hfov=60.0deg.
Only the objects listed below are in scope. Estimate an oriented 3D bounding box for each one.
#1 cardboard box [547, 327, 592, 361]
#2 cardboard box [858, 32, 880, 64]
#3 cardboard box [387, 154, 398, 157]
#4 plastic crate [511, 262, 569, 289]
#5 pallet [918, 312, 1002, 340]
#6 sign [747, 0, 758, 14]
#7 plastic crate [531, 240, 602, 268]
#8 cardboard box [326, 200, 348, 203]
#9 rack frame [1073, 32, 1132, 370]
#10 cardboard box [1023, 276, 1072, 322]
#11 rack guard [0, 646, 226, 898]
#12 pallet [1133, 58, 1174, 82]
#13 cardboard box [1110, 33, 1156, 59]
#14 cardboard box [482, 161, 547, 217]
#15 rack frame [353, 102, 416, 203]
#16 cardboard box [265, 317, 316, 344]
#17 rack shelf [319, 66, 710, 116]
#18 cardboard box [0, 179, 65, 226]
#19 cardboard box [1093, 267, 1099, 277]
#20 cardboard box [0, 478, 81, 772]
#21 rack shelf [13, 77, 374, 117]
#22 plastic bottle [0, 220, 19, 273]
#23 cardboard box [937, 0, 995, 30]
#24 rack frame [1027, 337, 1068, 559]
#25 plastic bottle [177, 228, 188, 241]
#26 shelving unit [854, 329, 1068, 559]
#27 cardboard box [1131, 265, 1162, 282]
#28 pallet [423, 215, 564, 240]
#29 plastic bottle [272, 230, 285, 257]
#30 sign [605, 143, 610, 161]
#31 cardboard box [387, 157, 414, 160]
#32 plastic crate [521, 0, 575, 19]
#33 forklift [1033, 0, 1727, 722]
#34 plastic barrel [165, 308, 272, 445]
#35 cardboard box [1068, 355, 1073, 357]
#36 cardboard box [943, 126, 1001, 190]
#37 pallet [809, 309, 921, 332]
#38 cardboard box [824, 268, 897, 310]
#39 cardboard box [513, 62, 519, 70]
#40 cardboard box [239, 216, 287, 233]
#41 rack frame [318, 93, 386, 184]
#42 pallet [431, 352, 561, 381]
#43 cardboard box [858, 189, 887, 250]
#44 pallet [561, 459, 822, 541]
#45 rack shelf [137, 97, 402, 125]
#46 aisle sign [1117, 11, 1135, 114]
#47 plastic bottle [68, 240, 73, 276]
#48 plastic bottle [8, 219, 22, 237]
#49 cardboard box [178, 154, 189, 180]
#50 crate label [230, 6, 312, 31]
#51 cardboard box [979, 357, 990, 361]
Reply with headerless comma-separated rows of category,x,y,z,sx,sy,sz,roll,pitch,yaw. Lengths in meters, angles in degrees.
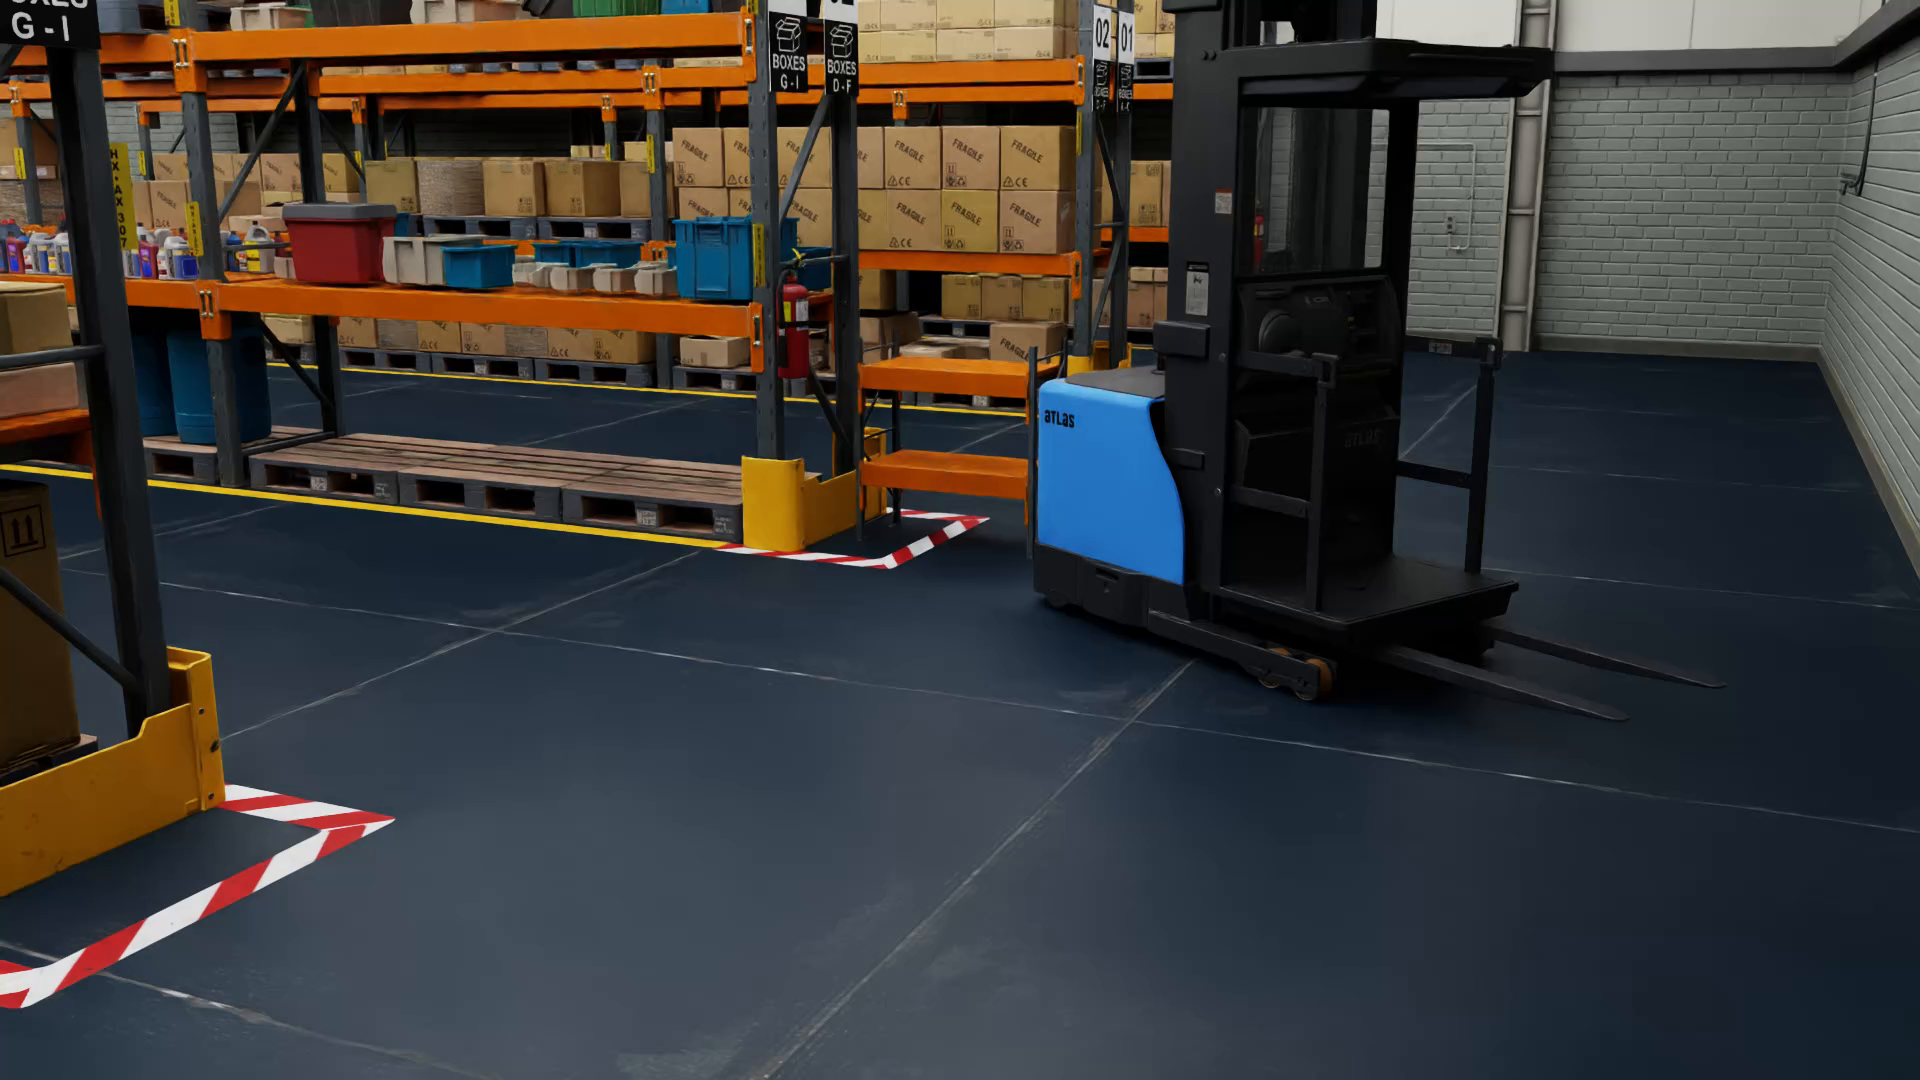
cardboard box,-3.503,-1.961,15.556,0.500,0.500,0.500,6,14,23
cardboard box,-0.772,-4.082,13.848,0.500,0.250,0.500,6,14,23
cardboard box,-8.143,-5.095,23.045,0.500,0.500,0.500,5,14,22
plastic crate,-2.460,-1.539,9.693,0.250,0.136,0.298,6,14,23
pallet,0.180,-2.522,19.539,1.213,0.211,1.003,6,14,23
sign,-1.047,-2.819,8.367,0.005,0.325,0.100,6,14,23
plastic crate,-2.410,-1.715,10.234,0.300,0.233,0.416,6,14,23
cardboard box,-6.459,-3.300,16.949,0.500,0.311,0.500,7,15,27
rack frame,1.171,-2.561,13.602,0.127,3.000,1.000,6,14,23
cardboard box,1.085,-2.768,19.036,0.500,0.500,0.700,6,15,25
rack guard,-2.823,0.727,5.062,0.348,0.500,1.175,6,14,23
pallet,2.491,-5.079,17.963,1.213,0.211,1.003,6,14,23
cardboard box,1.920,-5.296,17.884,0.500,0.250,0.500,5,14,21
cardboard box,-4.127,-3.335,15.761,0.500,0.500,0.700,2,13,9
rack frame,-7.798,-4.706,22.745,0.127,3.000,1.000,6,14,23
cardboard box,-6.724,-2.165,17.013,0.500,0.250,0.500,6,15,25
rack shelf,-4.315,-4.226,15.707,4.000,0.370,1.077,6,14,23
cardboard box,-10.209,-3.760,18.492,0.500,0.500,0.700,5,14,22
cardboard box,1.528,-3.090,18.990,0.250,0.149,0.380,6,14,24
cardboard box,-3.463,0.295,5.161,0.875,0.875,0.875,6,14,23
rack shelf,-7.972,-4.596,17.285,4.000,0.370,1.077,6,14,23
plastic bottle,-6.476,-1.991,11.283,0.185,0.351,0.144,6,14,23
cardboard box,0.140,-4.232,13.392,0.500,0.250,0.500,6,14,23
rack frame,0.471,-0.500,8.923,0.032,1.125,0.500,6,14,23
plastic bottle,-5.471,-2.045,11.659,0.133,0.283,0.061,6,14,23
shelving unit,0.006,-0.547,9.124,1.048,1.125,0.538,6,14,23
cardboard box,2.068,-2.940,18.352,0.250,0.149,0.380,6,15,25
pallet,-4.364,-3.029,16.016,1.213,0.211,1.003,6,14,23
plastic bottle,-4.659,-1.963,11.309,0.133,0.283,0.061,6,14,23
sign,-4.352,-4.747,20.557,0.005,0.325,0.100,6,14,23
cardboard box,-7.347,-4.915,22.452,0.500,0.500,0.700,6,14,23
plastic crate,-2.125,-3.155,9.706,0.767,0.338,0.504,6,14,23
forklift,1.625,-0.919,6.753,1.130,2.935,3.031,-9,16,-35
plastic barrel,-4.987,-1.133,11.193,0.708,0.901,0.600,6,14,23
cardboard box,0.927,-1.498,14.348,0.250,0.149,0.380,6,14,23
cardboard box,0.190,-3.127,13.605,0.500,0.500,0.500,6,15,25
pallet,-1.220,-2.664,20.146,1.213,0.211,1.003,6,14,23
cardboard box,-1.131,-3.157,19.928,0.750,0.750,0.750,6,14,24
cardboard box,-5.289,-5.996,21.404,0.637,0.503,0.797,8,15,31
cardboard box,-7.078,-3.204,16.894,0.250,0.149,0.380,6,14,23
rack frame,-6.144,-3.301,16.756,0.127,3.000,1.000,6,14,23
pallet,-4.365,-1.753,16.265,1.213,0.211,1.003,6,14,23
cardboard box,-0.740,-2.735,14.127,0.500,0.500,0.500,6,14,22
pallet,-1.577,-0.253,9.873,1.213,0.211,1.003,6,14,23
rack shelf,-9.627,-6.001,23.273,4.000,0.370,1.077,6,14,23
aisle sign,1.352,-3.881,13.539,0.004,0.787,0.394,6,14,23
plastic bottle,-5.783,-1.886,10.996,0.135,0.276,0.152,6,14,23
plastic bottle,-6.538,-2.035,11.471,0.185,0.351,0.144,6,14,23
cardboard box,-10.693,-5.223,23.592,0.500,0.500,0.500,6,14,23
crate label,-4.166,-3.123,10.009,0.466,0.136,0.293,6,14,23
cardboard box,0.240,-1.451,14.110,0.250,0.166,0.380,6,14,23
